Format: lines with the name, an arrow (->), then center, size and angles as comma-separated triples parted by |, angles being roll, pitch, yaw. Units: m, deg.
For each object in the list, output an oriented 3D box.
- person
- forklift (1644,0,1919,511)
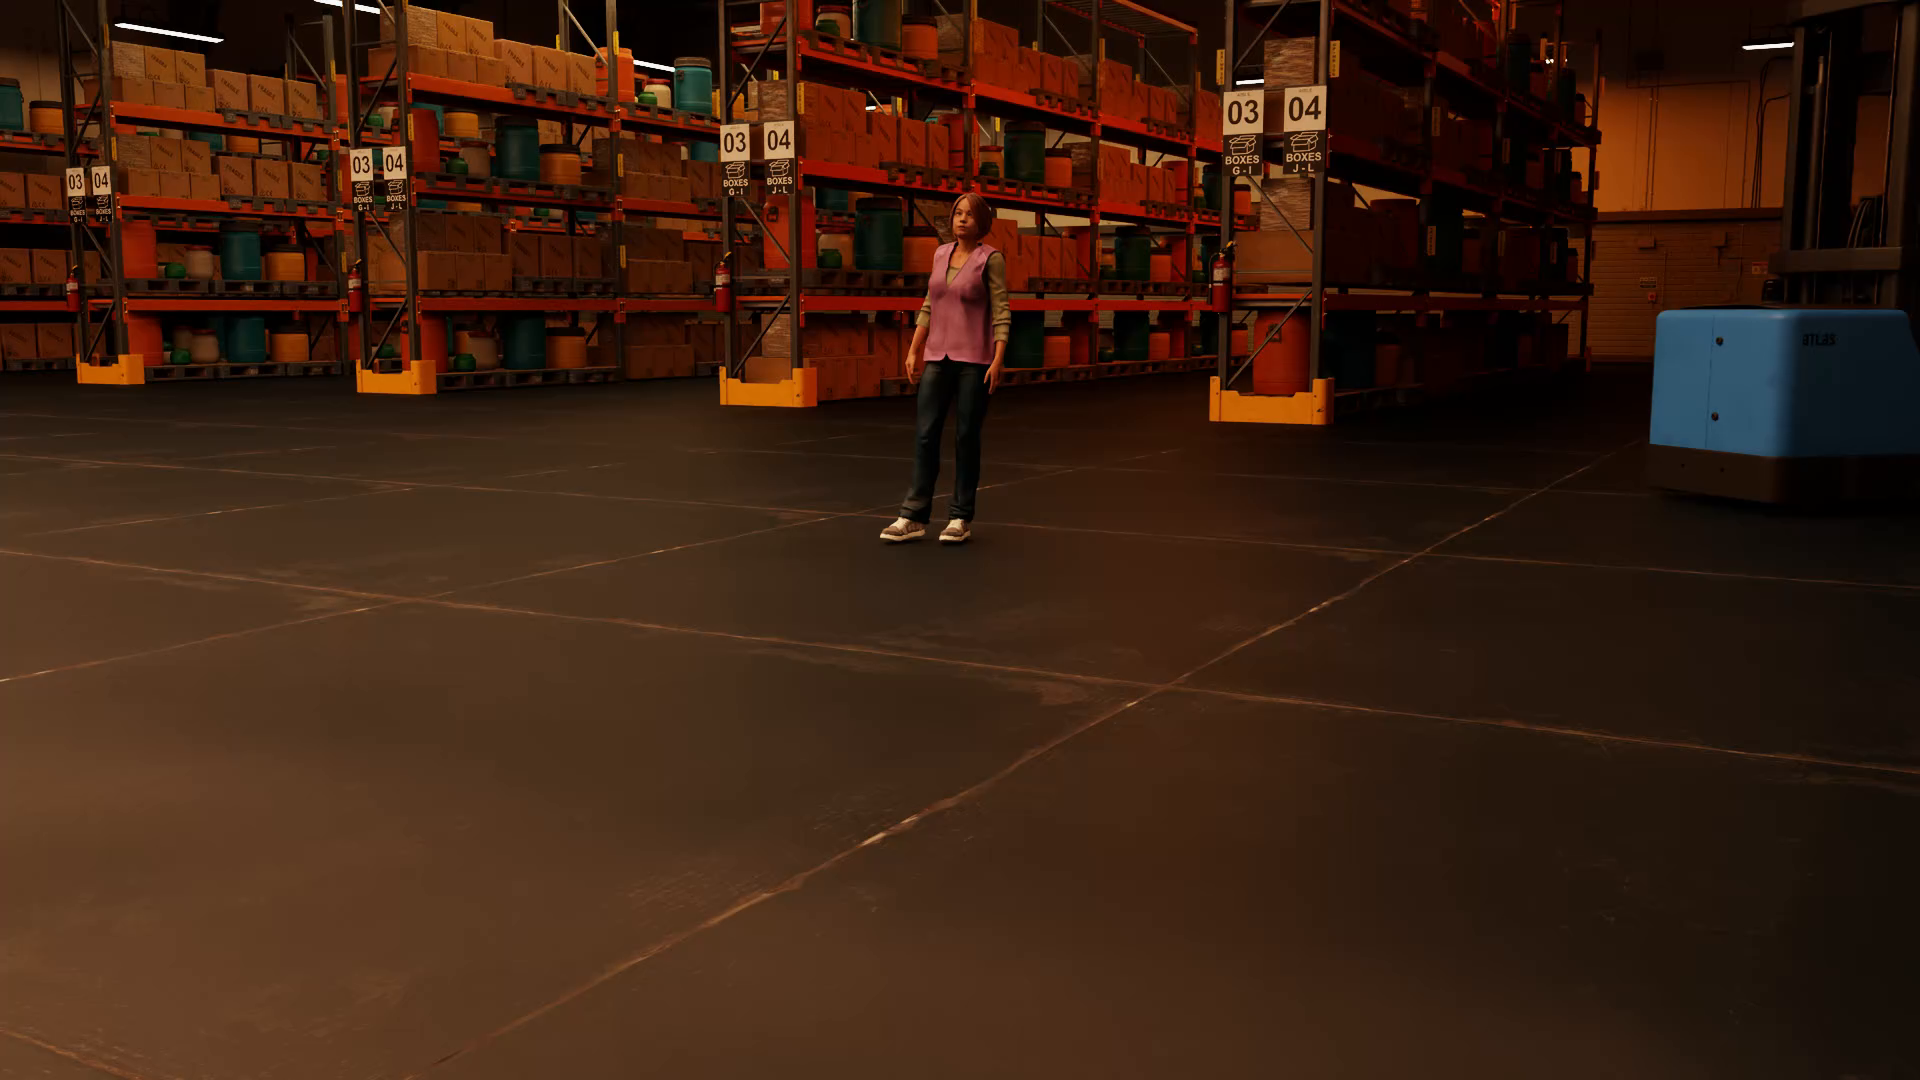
person -> -0.048, -0.790, 7.645 | 0.521, 1.599, 0.473 | 4, 9, 29
forklift -> 5.511, -1.696, 9.381 | 3.031, 2.935, 1.130 | -2, 8, -17
